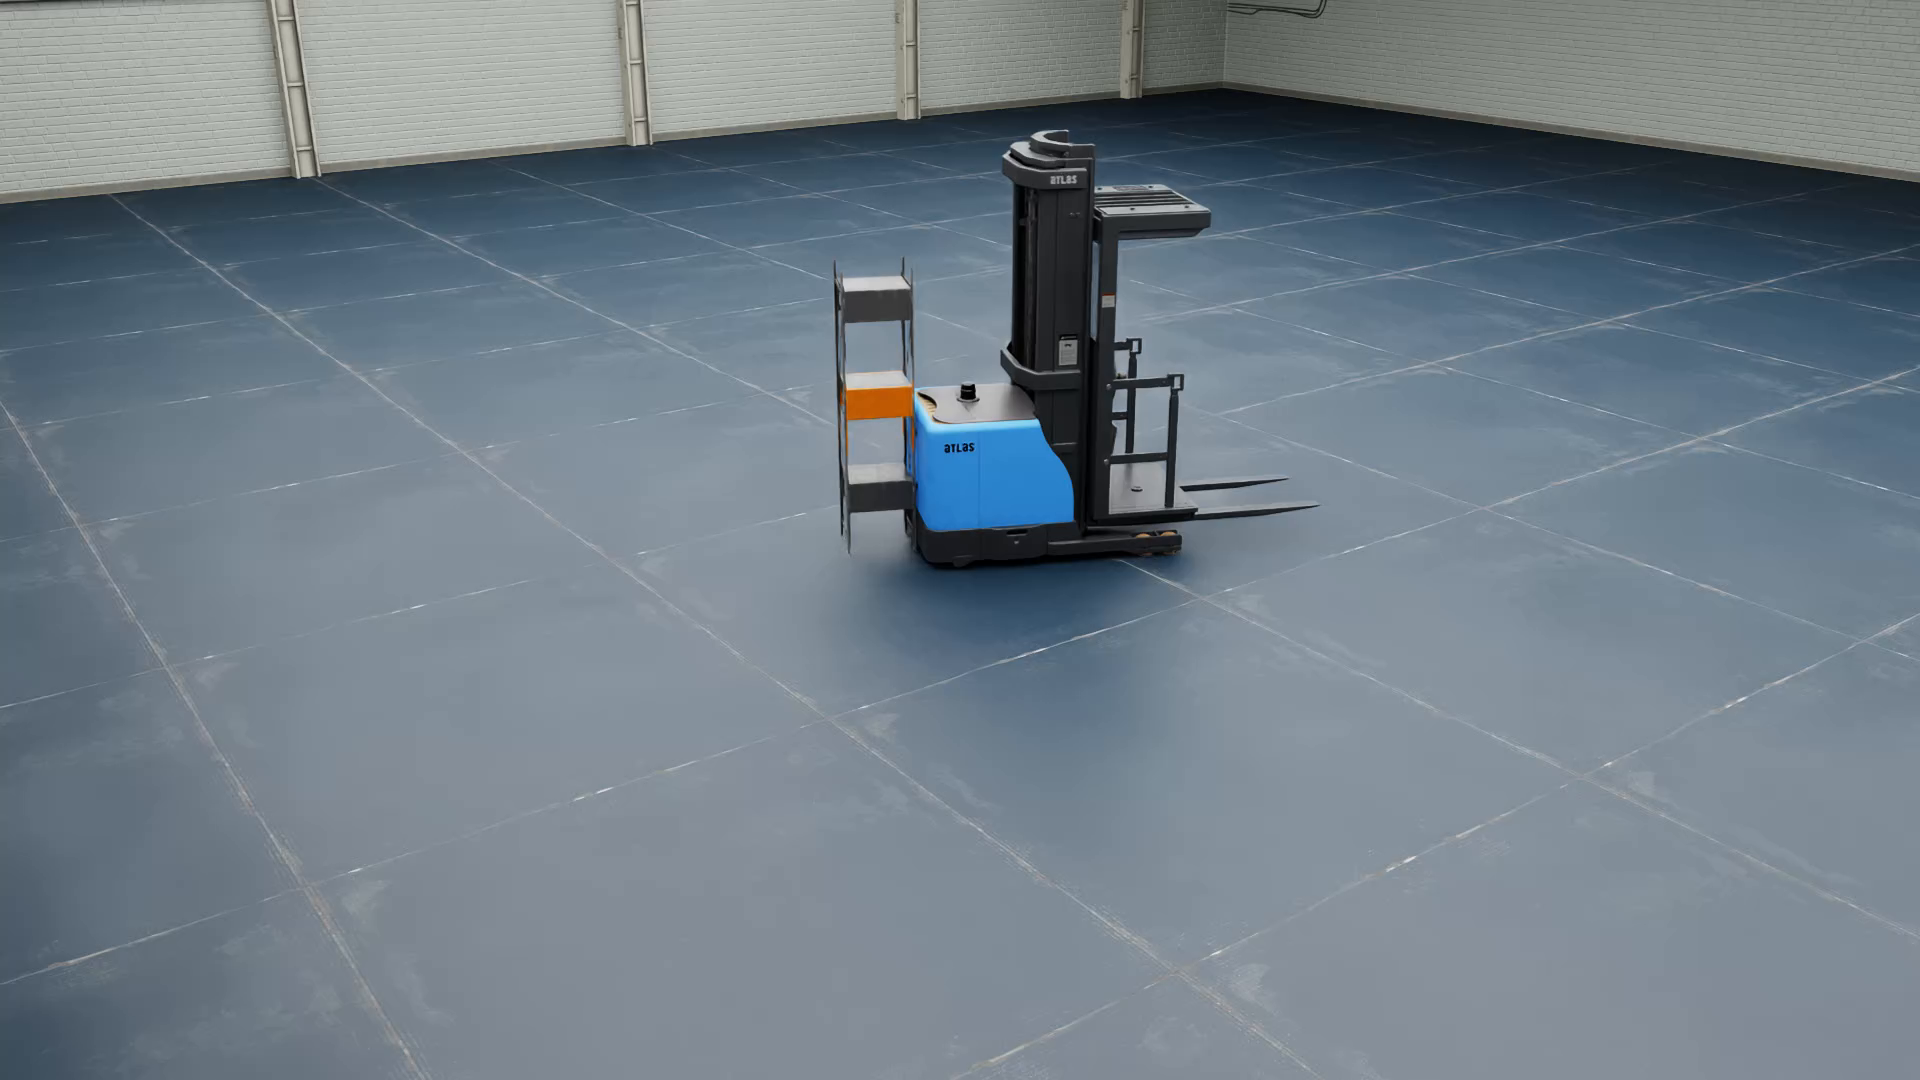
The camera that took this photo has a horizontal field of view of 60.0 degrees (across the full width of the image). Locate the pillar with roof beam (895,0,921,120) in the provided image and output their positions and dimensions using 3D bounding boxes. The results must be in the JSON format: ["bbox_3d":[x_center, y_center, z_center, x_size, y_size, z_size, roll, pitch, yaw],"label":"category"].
[{"bbox_3d":[1.464,-11.494,29.058,0.400,9.000,9.100,-15,26,-33],"label":"pillar with roof beam"}]

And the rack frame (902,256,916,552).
[{"bbox_3d":[-0.367,-0.962,11.975,0.015,2.100,0.400,-4,22,-11],"label":"rack frame"}]

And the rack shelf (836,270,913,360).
[{"bbox_3d":[-0.606,-1.582,11.675,0.480,0.518,0.431,-4,22,-11],"label":"rack shelf"}]

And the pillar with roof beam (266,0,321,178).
[{"bbox_3d":[-8.277,-8.896,22.549,0.400,9.000,9.100,-15,26,-33],"label":"pillar with roof beam"}]

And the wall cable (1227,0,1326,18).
[{"bbox_3d":[6.984,-12.885,36.735,0.112,2.526,3.097,-15,26,-33],"label":"wall cable"}]

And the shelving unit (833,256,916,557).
[{"bbox_3d":[-0.606,-0.944,11.929,0.503,2.100,0.431,-4,22,-11],"label":"shelving unit"}]

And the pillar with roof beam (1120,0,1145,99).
[{"bbox_3d":[6.334,-12.792,32.313,0.400,9.000,9.100,-15,26,-33],"label":"pillar with roof beam"}]

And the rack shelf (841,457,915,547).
[{"bbox_3d":[-0.606,-0.281,12.194,0.480,0.518,0.431,-4,22,-11],"label":"rack shelf"}]

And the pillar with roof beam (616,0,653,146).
[{"bbox_3d":[-3.407,-10.195,25.804,0.400,9.000,9.100,-15,26,-33],"label":"pillar with roof beam"}]

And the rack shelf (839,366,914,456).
[{"bbox_3d":[-0.606,-0.931,11.934,0.480,0.518,0.431,-4,22,-11],"label":"rack shelf"}]

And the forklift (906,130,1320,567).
[{"bbox_3d":[1.152,-1.426,12.015,3.031,2.935,1.130,-4,22,-11],"label":"forklift"}]

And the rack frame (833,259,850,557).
[{"bbox_3d":[-0.845,-0.926,11.884,0.015,2.100,0.400,-4,22,-11],"label":"rack frame"}]
